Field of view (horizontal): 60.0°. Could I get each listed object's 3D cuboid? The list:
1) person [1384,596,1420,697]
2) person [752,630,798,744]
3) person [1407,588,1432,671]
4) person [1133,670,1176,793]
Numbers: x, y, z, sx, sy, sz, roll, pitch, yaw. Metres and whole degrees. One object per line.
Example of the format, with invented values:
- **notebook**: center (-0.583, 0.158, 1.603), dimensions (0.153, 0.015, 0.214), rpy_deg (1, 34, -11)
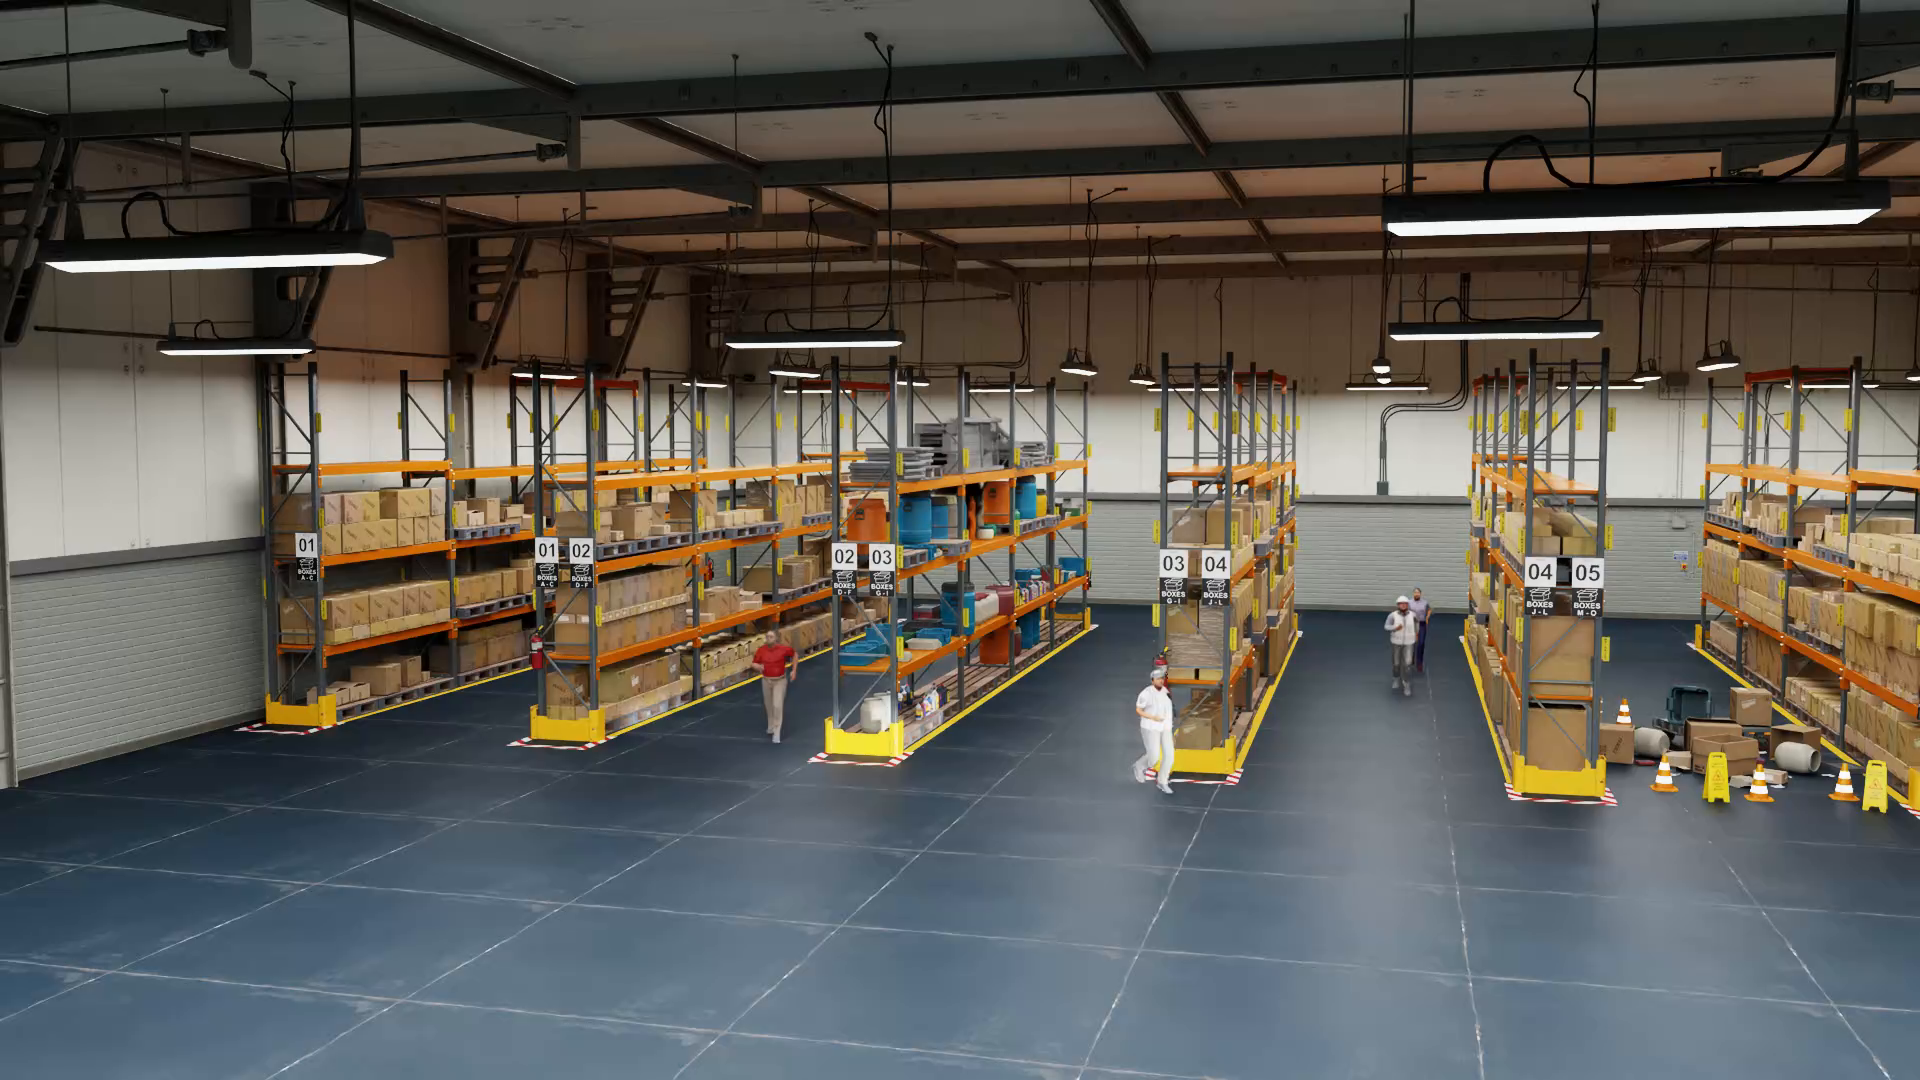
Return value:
- **person**: center (8.188, 1.938, 30.820), dimensions (0.658, 1.829, 0.828), rpy_deg (1, 4, 10)
- **person**: center (-2.924, 2.304, 26.292), dimensions (0.671, 1.787, 0.925), rpy_deg (1, 4, 9)
- **person**: center (9.262, 1.784, 33.737), dimensions (0.612, 1.634, 0.852), rpy_deg (1, 4, 12)
- **person**: center (2.649, 2.599, 22.736), dimensions (0.603, 1.678, 0.667), rpy_deg (-2, 5, -29)
